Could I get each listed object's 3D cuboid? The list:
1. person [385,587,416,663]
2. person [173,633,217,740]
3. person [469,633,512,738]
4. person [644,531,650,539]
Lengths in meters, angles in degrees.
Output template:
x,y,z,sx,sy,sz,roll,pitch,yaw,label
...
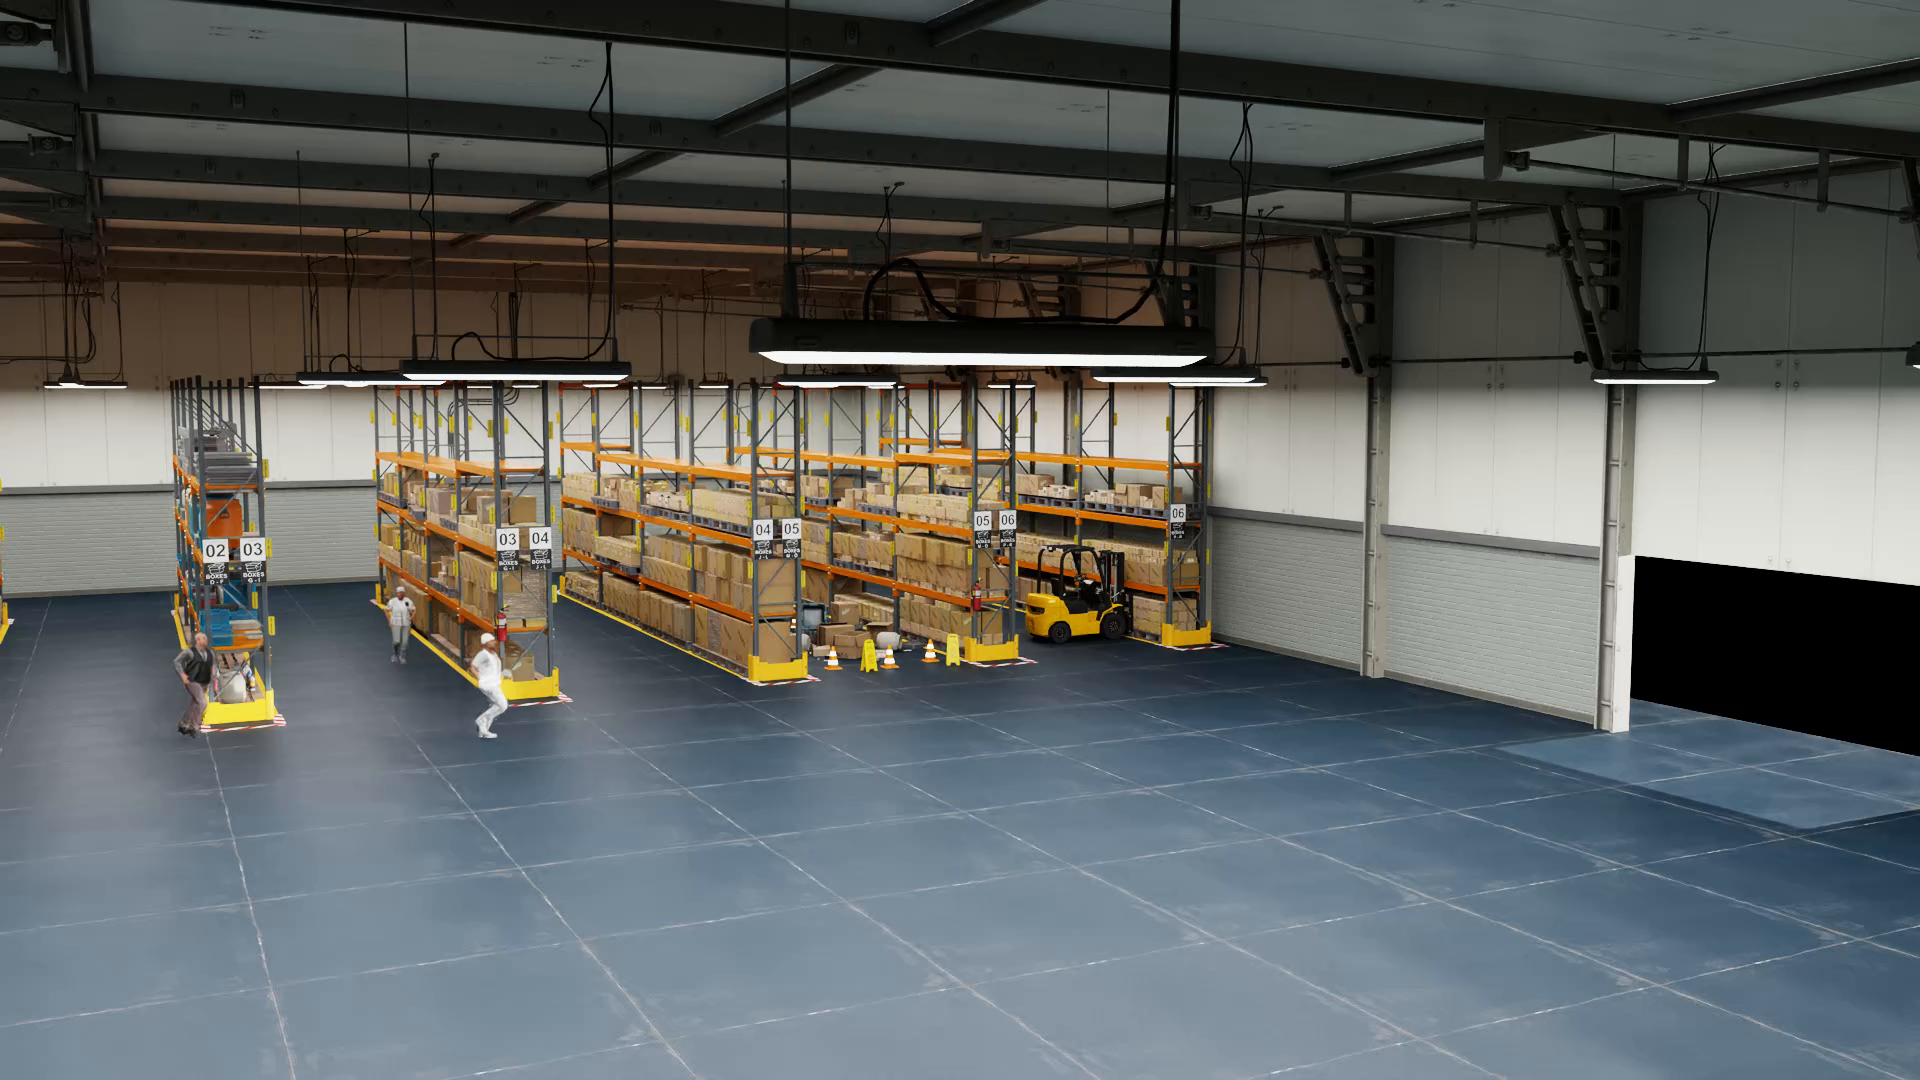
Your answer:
x,y,z,sx,sy,sz,roll,pitch,yaw,label
-11.747,1.796,34.996,0.612,1.632,0.572,-3,6,-27,person
-12.701,2.435,27.715,0.689,1.733,0.669,2,5,18,person
-7.719,2.406,27.499,0.597,1.739,0.679,0,5,-1,person
-9.020,0.609,47.808,0.637,1.757,0.665,-5,7,-43,person
